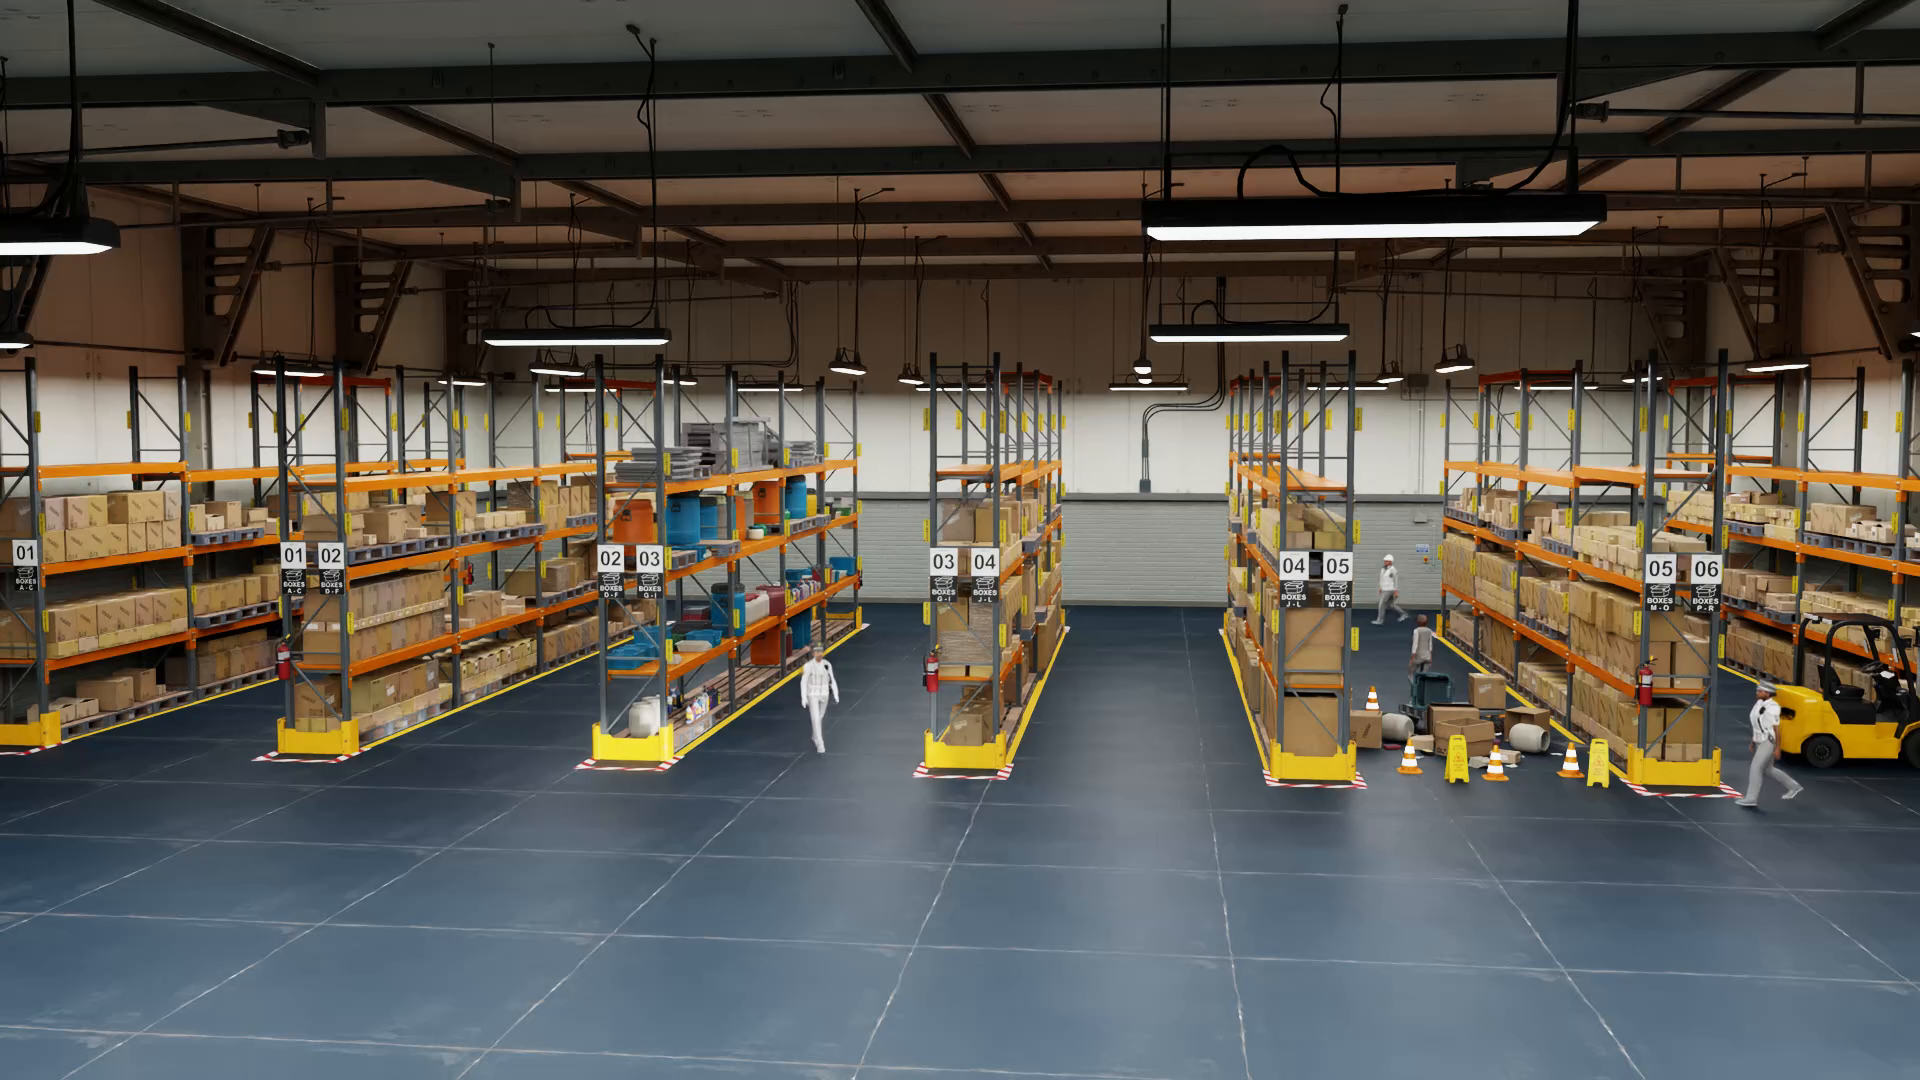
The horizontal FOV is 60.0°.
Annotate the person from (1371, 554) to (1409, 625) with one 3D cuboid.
[{"bbox_3d":[10.626,1.223,41.086,0.964,1.742,0.521,0,4,-1],"label":"person"}]

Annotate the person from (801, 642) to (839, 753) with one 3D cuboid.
[{"bbox_3d":[-2.156,2.361,25.410,0.535,1.615,1.073,-2,4,-22],"label":"person"}]

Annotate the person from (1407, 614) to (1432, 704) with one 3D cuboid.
[{"bbox_3d":[8.187,2.128,29.513,0.445,1.621,0.362,-2,4,-21],"label":"person"}]

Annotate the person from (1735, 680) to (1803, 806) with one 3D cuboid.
[{"bbox_3d":[10.563,2.632,21.681,0.923,1.646,0.463,0,4,0],"label":"person"}]
